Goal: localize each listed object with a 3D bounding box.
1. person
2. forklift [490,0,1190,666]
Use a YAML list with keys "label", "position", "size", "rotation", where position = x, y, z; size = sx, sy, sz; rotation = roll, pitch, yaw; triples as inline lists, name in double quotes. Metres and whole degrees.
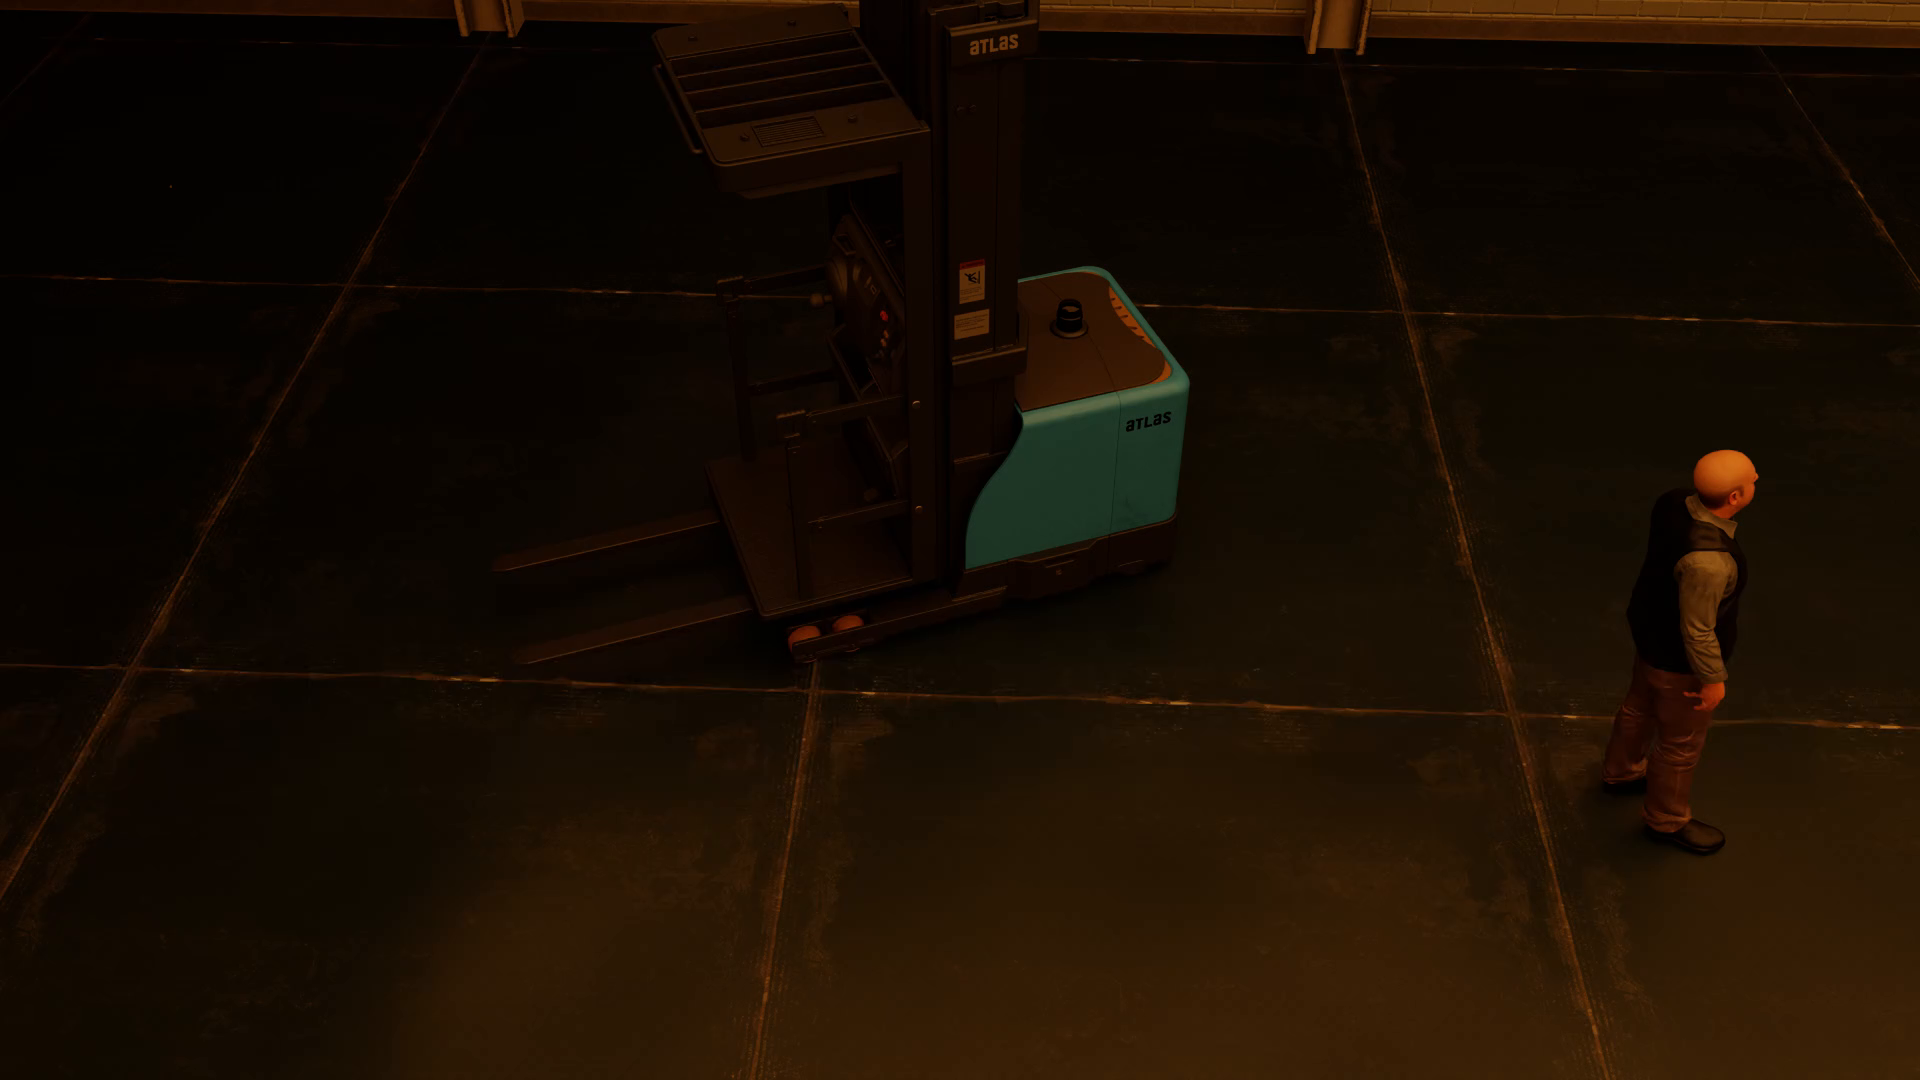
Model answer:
- label: "person"
  position: [2.754, 0.383, 6.209]
  size: [0.567, 1.721, 0.633]
  rotation: [3, 42, 3]
- label: "forklift"
  position: [-0.573, -0.945, 6.778]
  size: [3.031, 2.935, 1.130]
  rotation: [-13, 44, -14]
